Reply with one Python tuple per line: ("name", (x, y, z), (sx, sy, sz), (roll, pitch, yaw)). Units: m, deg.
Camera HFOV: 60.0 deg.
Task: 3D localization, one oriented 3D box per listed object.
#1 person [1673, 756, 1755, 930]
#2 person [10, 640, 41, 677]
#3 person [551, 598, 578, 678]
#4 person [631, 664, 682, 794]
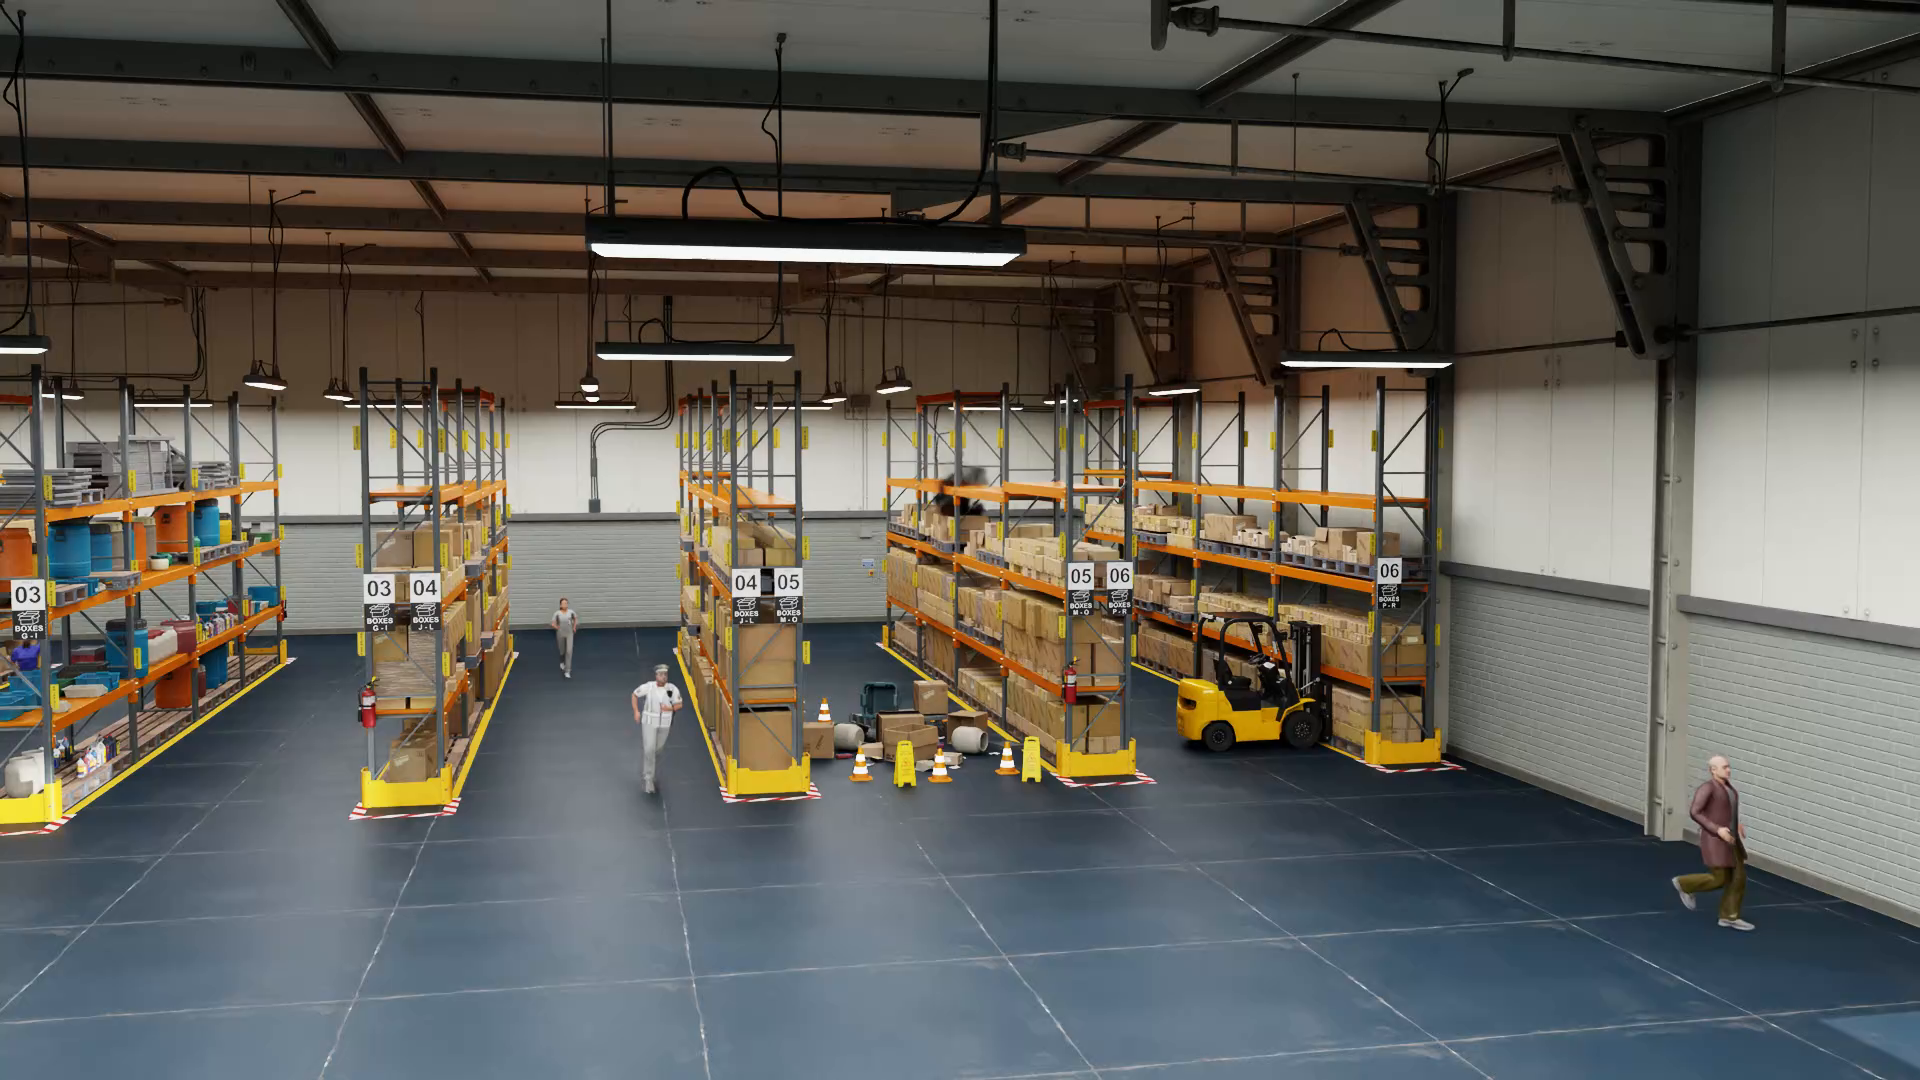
("person", (7.821, 3.100, 17.176), (0.726, 1.745, 0.865), (-2, 4, -34))
("person", (-16.371, 2.444, 29.219), (0.580, 1.665, 0.865), (-2, 4, -24))
("person", (-8.420, 2.067, 35.437), (0.568, 1.673, 0.922), (-1, 4, -19))
("person", (-4.356, 2.685, 24.083), (0.677, 1.787, 0.908), (-2, 4, -27))
